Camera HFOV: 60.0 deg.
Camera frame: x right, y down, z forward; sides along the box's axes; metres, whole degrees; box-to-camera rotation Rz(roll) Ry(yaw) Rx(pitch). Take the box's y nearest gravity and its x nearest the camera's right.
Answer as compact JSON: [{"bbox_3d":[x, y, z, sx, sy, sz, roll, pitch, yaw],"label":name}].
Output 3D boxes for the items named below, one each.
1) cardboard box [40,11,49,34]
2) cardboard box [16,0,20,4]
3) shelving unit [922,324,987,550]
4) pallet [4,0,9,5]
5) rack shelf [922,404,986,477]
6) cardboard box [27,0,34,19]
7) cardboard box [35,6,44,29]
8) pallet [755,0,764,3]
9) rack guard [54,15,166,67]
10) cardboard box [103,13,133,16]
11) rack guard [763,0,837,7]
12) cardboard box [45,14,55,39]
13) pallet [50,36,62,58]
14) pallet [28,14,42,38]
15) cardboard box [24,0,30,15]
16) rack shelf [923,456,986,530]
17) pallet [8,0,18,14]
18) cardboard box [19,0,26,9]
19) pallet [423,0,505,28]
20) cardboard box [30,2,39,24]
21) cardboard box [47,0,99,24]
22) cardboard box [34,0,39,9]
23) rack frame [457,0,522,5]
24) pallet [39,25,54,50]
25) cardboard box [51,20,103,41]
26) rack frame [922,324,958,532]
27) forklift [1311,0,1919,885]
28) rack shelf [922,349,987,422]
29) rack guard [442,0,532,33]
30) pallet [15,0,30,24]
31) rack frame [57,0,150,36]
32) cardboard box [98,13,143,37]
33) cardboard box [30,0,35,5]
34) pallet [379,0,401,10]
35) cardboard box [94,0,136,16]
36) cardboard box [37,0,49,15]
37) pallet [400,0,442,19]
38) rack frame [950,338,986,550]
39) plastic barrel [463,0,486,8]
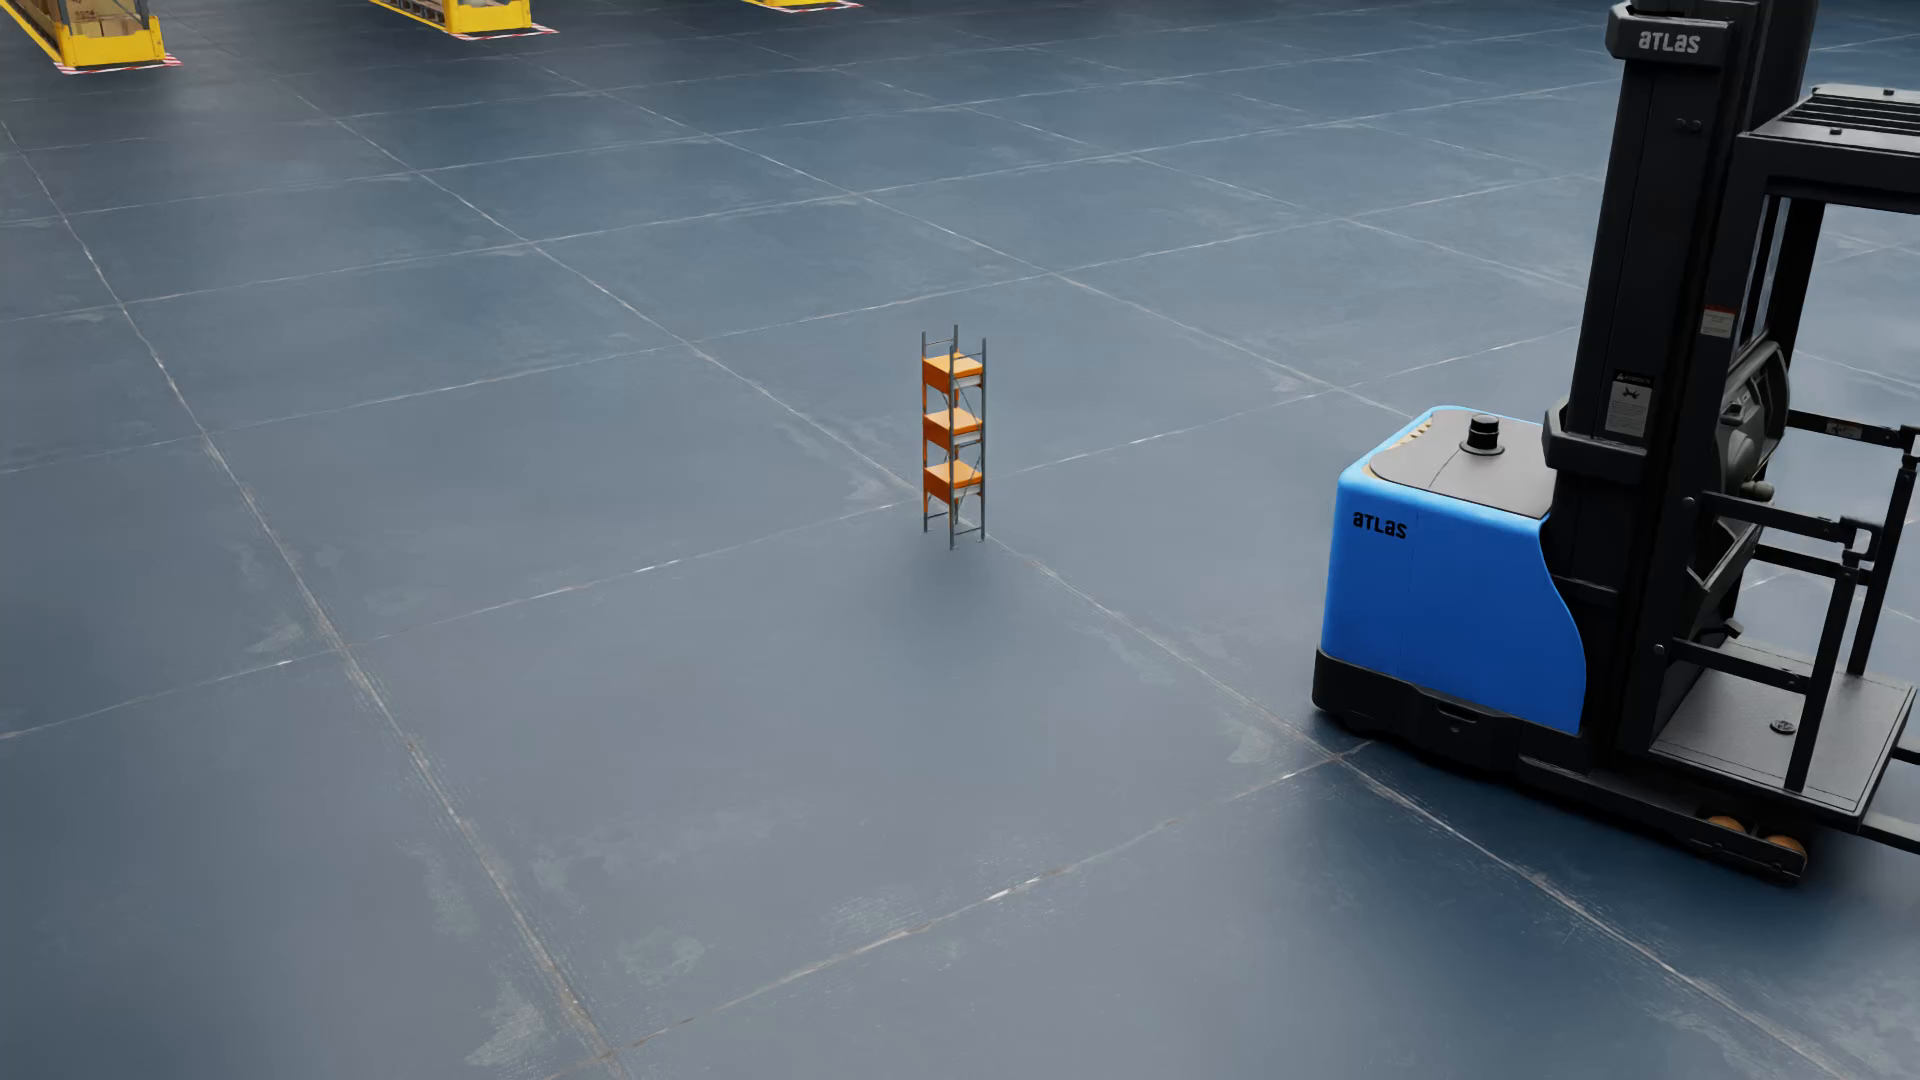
[{"bbox_3d":[-11.864,-6.883,22.045,0.500,0.250,0.500,-16,29,-30],"label":"cardboard box"},{"bbox_3d":[-13.694,-8.098,24.620,0.500,0.250,0.500,-16,30,-30],"label":"cardboard box"},{"bbox_3d":[-0.029,-0.494,8.066,0.215,1.050,0.252,-16,29,-30],"label":"shelving unit"},{"bbox_3d":[-14.717,-8.756,26.550,1.003,0.211,1.213,-16,29,-30],"label":"pallet"},{"bbox_3d":[-0.029,-0.484,8.071,0.215,0.259,0.240,-16,29,-30],"label":"rack shelf"},{"bbox_3d":[-12.682,-7.420,23.182,0.500,0.250,0.500,-16,29,-30],"label":"cardboard box"},{"bbox_3d":[-12.135,-7.062,22.425,0.500,0.250,0.500,-16,29,-30],"label":"cardboard box"},{"bbox_3d":[-2.919,-8.831,26.710,1.003,0.211,1.213,-16,29,-30],"label":"pallet"},{"bbox_3d":[-10.753,-6.320,21.052,1.175,0.500,0.348,-16,29,-30],"label":"rack guard"},{"bbox_3d":[-11.149,-6.827,21.927,0.500,0.250,0.500,-16,29,-30],"label":"cardboard box"},{"bbox_3d":[-2.506,-8.663,26.015,1.175,0.500,0.348,-16,29,-30],"label":"rack guard"},{"bbox_3d":[-11.589,-6.704,21.667,0.500,0.250,0.500,-16,29,-30],"label":"cardboard box"},{"bbox_3d":[-11.219,-6.462,21.691,1.003,0.211,1.213,-16,29,-30],"label":"pallet"},{"bbox_3d":[-12.551,-7.334,23.539,1.003,0.211,1.213,-16,29,-30],"label":"pallet"},{"bbox_3d":[-12.951,-7.600,23.564,0.500,0.250,0.500,-16,29,-30],"label":"cardboard box"},{"bbox_3d":[-0.029,-0.233,8.190,0.215,0.259,0.240,-16,29,-30],"label":"rack shelf"},{"bbox_3d":[-14.055,-8.320,25.627,1.003,0.211,1.213,-16,29,-30],"label":"pallet"},{"bbox_3d":[-13.419,-7.917,24.236,0.500,0.250,0.500,-16,30,-30],"label":"cardboard box"},{"bbox_3d":[-7.134,-7.659,24.227,1.003,0.211,1.213,-16,29,-30],"label":"pallet"},{"bbox_3d":[-12.413,-7.240,22.801,0.500,0.250,0.500,-16,29,-30],"label":"cardboard box"},{"bbox_3d":[-11.308,-6.867,21.133,0.500,0.500,0.500,-16,29,-30],"label":"cardboard box"},{"bbox_3d":[-12.138,-7.400,22.263,0.500,0.500,0.500,-16,29,-30],"label":"cardboard box"},{"bbox_3d":[-6.614,-8.612,22.979,1.000,3.000,0.127,-16,29,-30],"label":"rack frame"},{"bbox_3d":[-11.881,-6.898,22.614,1.003,0.211,1.213,-16,29,-30],"label":"pallet"},{"bbox_3d":[-11.306,-6.528,21.294,0.500,0.250,0.500,-16,29,-30],"label":"cardboard box"},{"bbox_3d":[-0.096,-0.538,8.159,0.200,1.050,0.008,-16,29,-30],"label":"rack frame"},{"bbox_3d":[2.903,-0.395,5.653,3.031,2.935,1.130,18,31,33],"label":"forklift"},{"bbox_3d":[-0.029,-0.741,7.950,0.215,0.259,0.240,-16,29,-30],"label":"rack shelf"},{"bbox_3d":[-6.695,-7.498,23.547,1.175,0.500,0.348,-16,29,-30],"label":"rack guard"},{"bbox_3d":[-13.385,-7.883,24.701,1.003,0.211,1.213,-16,29,-30],"label":"pallet"},{"bbox_3d":[-10.766,-7.459,20.537,1.000,3.000,0.127,-16,29,-30],"label":"rack frame"},{"bbox_3d":[-10.872,-6.649,21.550,0.500,0.250,0.500,-16,29,-30],"label":"cardboard box"},{"bbox_3d":[-12.413,-7.579,22.641,0.500,0.500,0.500,-16,29,-30],"label":"cardboard box"},{"bbox_3d":[-8.466,-8.532,26.076,1.003,0.211,1.213,-16,29,-30],"label":"pallet"},{"bbox_3d":[-11.147,-7.167,21.768,0.500,0.500,0.500,-16,29,-30],"label":"cardboard box"},{"bbox_3d":[-11.866,-7.221,21.884,0.500,0.500,0.500,-16,29,-30],"label":"cardboard box"},{"bbox_3d":[-7.796,-8.095,25.150,1.003,0.211,1.213,-16,29,-30],"label":"pallet"},{"bbox_3d":[0.037,-0.450,7.974,0.200,1.050,0.008,-16,29,-30],"label":"rack frame"},{"bbox_3d":[-7.037,-7.894,23.881,0.421,0.512,0.421,0,25,0],"label":"plastic barrel"}]
